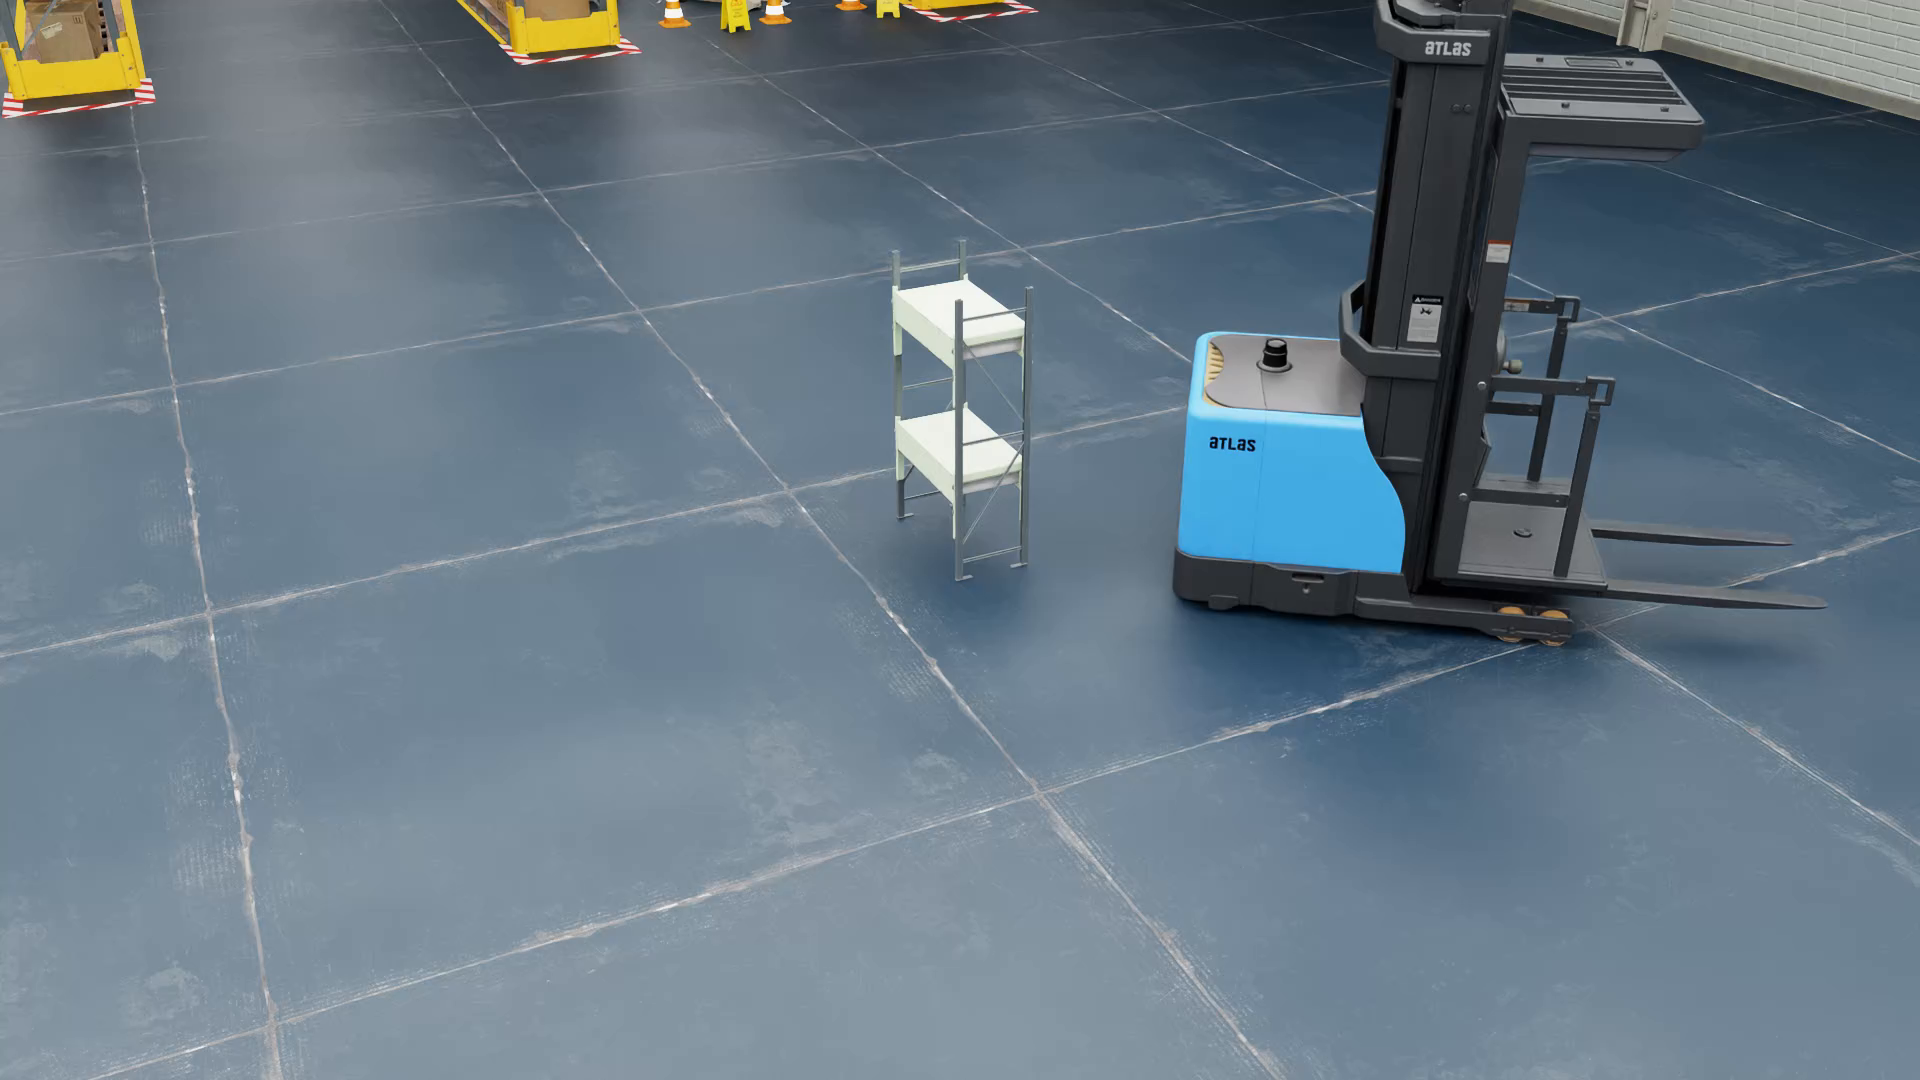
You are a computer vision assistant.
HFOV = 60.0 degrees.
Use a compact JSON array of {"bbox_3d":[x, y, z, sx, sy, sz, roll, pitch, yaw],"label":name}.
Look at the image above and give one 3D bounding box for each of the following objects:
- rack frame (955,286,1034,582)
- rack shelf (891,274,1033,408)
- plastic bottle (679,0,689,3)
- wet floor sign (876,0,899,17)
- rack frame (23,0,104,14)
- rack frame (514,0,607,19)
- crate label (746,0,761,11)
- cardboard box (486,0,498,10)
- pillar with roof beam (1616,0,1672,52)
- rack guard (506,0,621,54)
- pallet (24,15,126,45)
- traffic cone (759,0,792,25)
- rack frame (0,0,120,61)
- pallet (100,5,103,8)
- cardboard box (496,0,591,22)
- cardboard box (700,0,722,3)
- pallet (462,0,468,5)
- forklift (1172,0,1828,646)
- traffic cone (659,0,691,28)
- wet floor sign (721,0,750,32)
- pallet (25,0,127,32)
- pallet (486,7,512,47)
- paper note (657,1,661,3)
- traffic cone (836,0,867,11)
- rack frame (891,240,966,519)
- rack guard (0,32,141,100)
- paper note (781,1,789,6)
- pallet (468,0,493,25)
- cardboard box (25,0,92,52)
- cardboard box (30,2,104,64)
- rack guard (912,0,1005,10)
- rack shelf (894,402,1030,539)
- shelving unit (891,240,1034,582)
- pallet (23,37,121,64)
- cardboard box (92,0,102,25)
[{"bbox_3d":[0.160,-0.490,8.090,0.400,1.500,0.023,-13,32,-22],"label":"rack frame"},{"bbox_3d":[0.003,-0.992,8.187,0.431,0.370,0.720,-13,32,-22],"label":"rack shelf"},{"bbox_3d":[-3.517,-6.765,20.752,0.283,0.061,0.133,26,38,38],"label":"plastic bottle"},{"bbox_3d":[-0.869,-6.594,19.850,0.267,0.644,0.232,-3,29,-5],"label":"wet floor sign"},{"bbox_3d":[-10.651,-7.616,19.265,1.000,3.000,0.127,-13,32,-22],"label":"rack frame"},{"bbox_3d":[-4.411,-6.846,17.891,1.000,3.000,0.127,-13,32,-22],"label":"rack frame"},{"bbox_3d":[-2.583,-6.551,20.293,0.298,0.136,0.250,19,34,30],"label":"crate label"},{"bbox_3d":[-5.141,-6.776,19.510,0.875,0.875,0.875,-14,32,-23],"label":"cardboard box"},{"bbox_3d":[3.700,-8.533,14.766,9.100,9.000,0.400,-13,32,-22],"label":"pillar with roof beam"},{"bbox_3d":[-4.401,-5.745,18.484,1.175,0.500,0.348,-13,32,-22],"label":"rack guard"},{"bbox_3d":[-9.803,-5.571,18.468,1.003,0.211,1.213,-13,32,-22],"label":"pallet"},{"bbox_3d":[-2.190,-6.359,19.617,0.336,0.463,0.334,-13,32,-22],"label":"traffic cone"},{"bbox_3d":[-8.934,-5.849,16.114,1.000,3.000,0.127,-13,32,-22],"label":"rack frame"},{"bbox_3d":[-10.987,-6.743,20.559,1.003,0.211,1.213,-13,32,-22],"label":"pallet"},{"bbox_3d":[-4.762,-6.388,18.818,0.875,0.875,0.875,-13,32,-22],"label":"cardboard box"},{"bbox_3d":[-3.024,-7.085,20.871,0.637,0.503,0.797,13,32,21],"label":"cardboard box"},{"bbox_3d":[-5.872,-7.044,21.096,1.003,0.211,1.213,-13,32,-22],"label":"pallet"},{"bbox_3d":[2.609,-1.059,7.642,3.031,2.935,1.130,5,30,8],"label":"forklift"},{"bbox_3d":[-3.357,-6.272,19.462,0.336,0.463,0.334,-13,32,-22],"label":"traffic cone"},{"bbox_3d":[-2.610,-6.222,19.186,0.267,0.644,0.232,-19,35,-30],"label":"wet floor sign"},{"bbox_3d":[-10.331,-6.110,19.431,1.003,0.211,1.213,-13,32,-22],"label":"pallet"},{"bbox_3d":[-4.825,-5.966,19.174,1.003,0.211,1.213,-13,32,-22],"label":"pallet"},{"bbox_3d":[-3.738,-6.695,20.679,0.032,0.001,0.123,2,29,4],"label":"paper note"},{"bbox_3d":[-1.333,-6.742,20.300,0.336,0.463,0.334,-13,32,-22],"label":"traffic cone"},{"bbox_3d":[-0.154,-0.813,8.666,0.400,1.500,0.023,-13,32,-22],"label":"rack frame"},{"bbox_3d":[-8.967,-4.792,16.785,1.175,0.500,0.348,-13,32,-22],"label":"rack guard"},{"bbox_3d":[-2.187,-6.634,20.550,0.142,0.019,0.148,26,38,38],"label":"paper note"},{"bbox_3d":[-5.345,-6.504,20.134,1.003,0.211,1.213,-13,32,-22],"label":"pallet"},{"bbox_3d":[-9.475,-5.478,17.578,0.500,0.500,0.500,-5,30,-9],"label":"cardboard box"},{"bbox_3d":[-9.187,-5.221,17.120,0.500,0.500,0.500,-7,30,-13],"label":"cardboard box"},{"bbox_3d":[-0.016,-6.873,20.496,1.175,0.500,0.348,-13,32,-22],"label":"rack guard"},{"bbox_3d":[0.003,-0.367,8.537,0.431,0.370,0.720,-13,32,-22],"label":"rack shelf"},{"bbox_3d":[0.003,-0.651,8.378,0.431,1.500,0.755,-13,32,-22],"label":"shelving unit"},{"bbox_3d":[-9.284,-5.032,17.509,1.003,0.211,1.213,-13,32,-22],"label":"pallet"},{"bbox_3d":[-9.925,-6.014,18.535,0.500,0.500,0.500,-16,33,-26],"label":"cardboard box"}]
